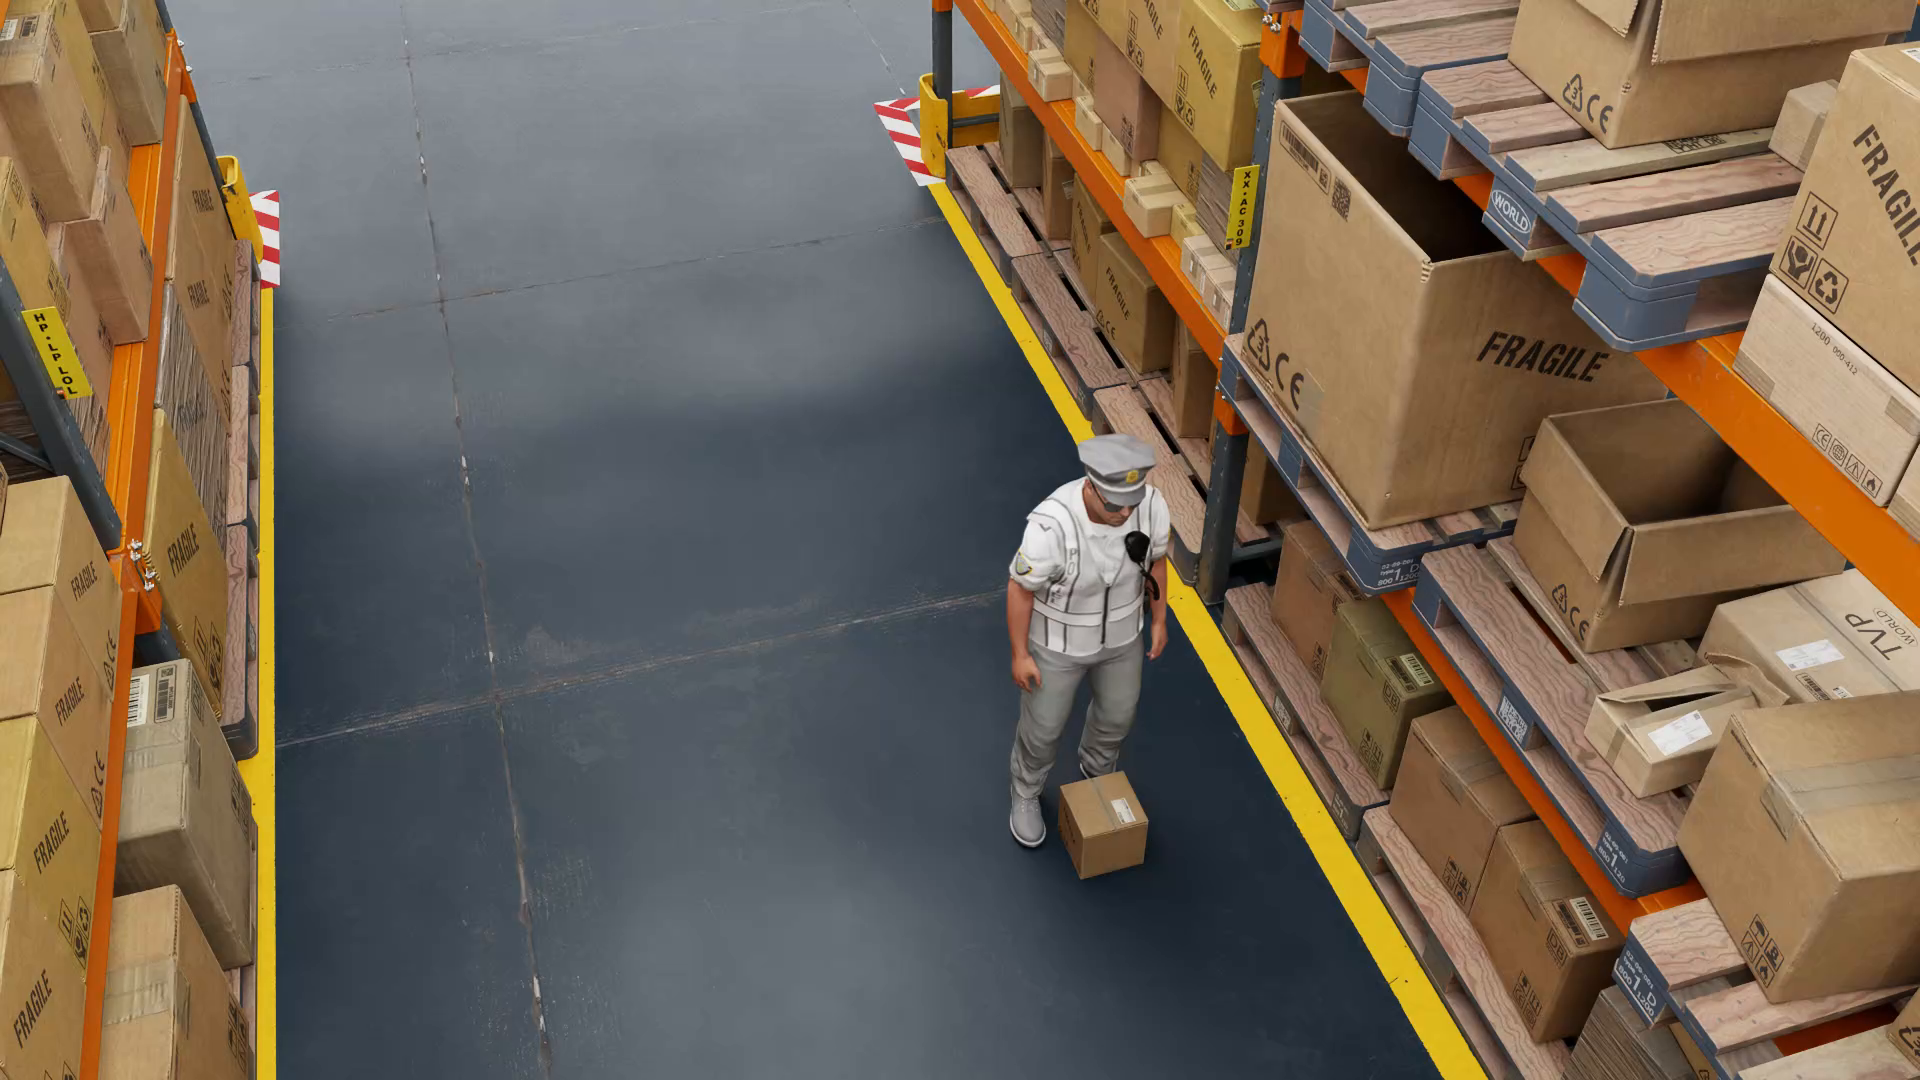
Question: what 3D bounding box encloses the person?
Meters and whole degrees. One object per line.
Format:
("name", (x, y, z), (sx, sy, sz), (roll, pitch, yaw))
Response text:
("person", (0.438, 0.315, 5.803), (0.597, 1.748, 0.432), (-13, 44, -14))
